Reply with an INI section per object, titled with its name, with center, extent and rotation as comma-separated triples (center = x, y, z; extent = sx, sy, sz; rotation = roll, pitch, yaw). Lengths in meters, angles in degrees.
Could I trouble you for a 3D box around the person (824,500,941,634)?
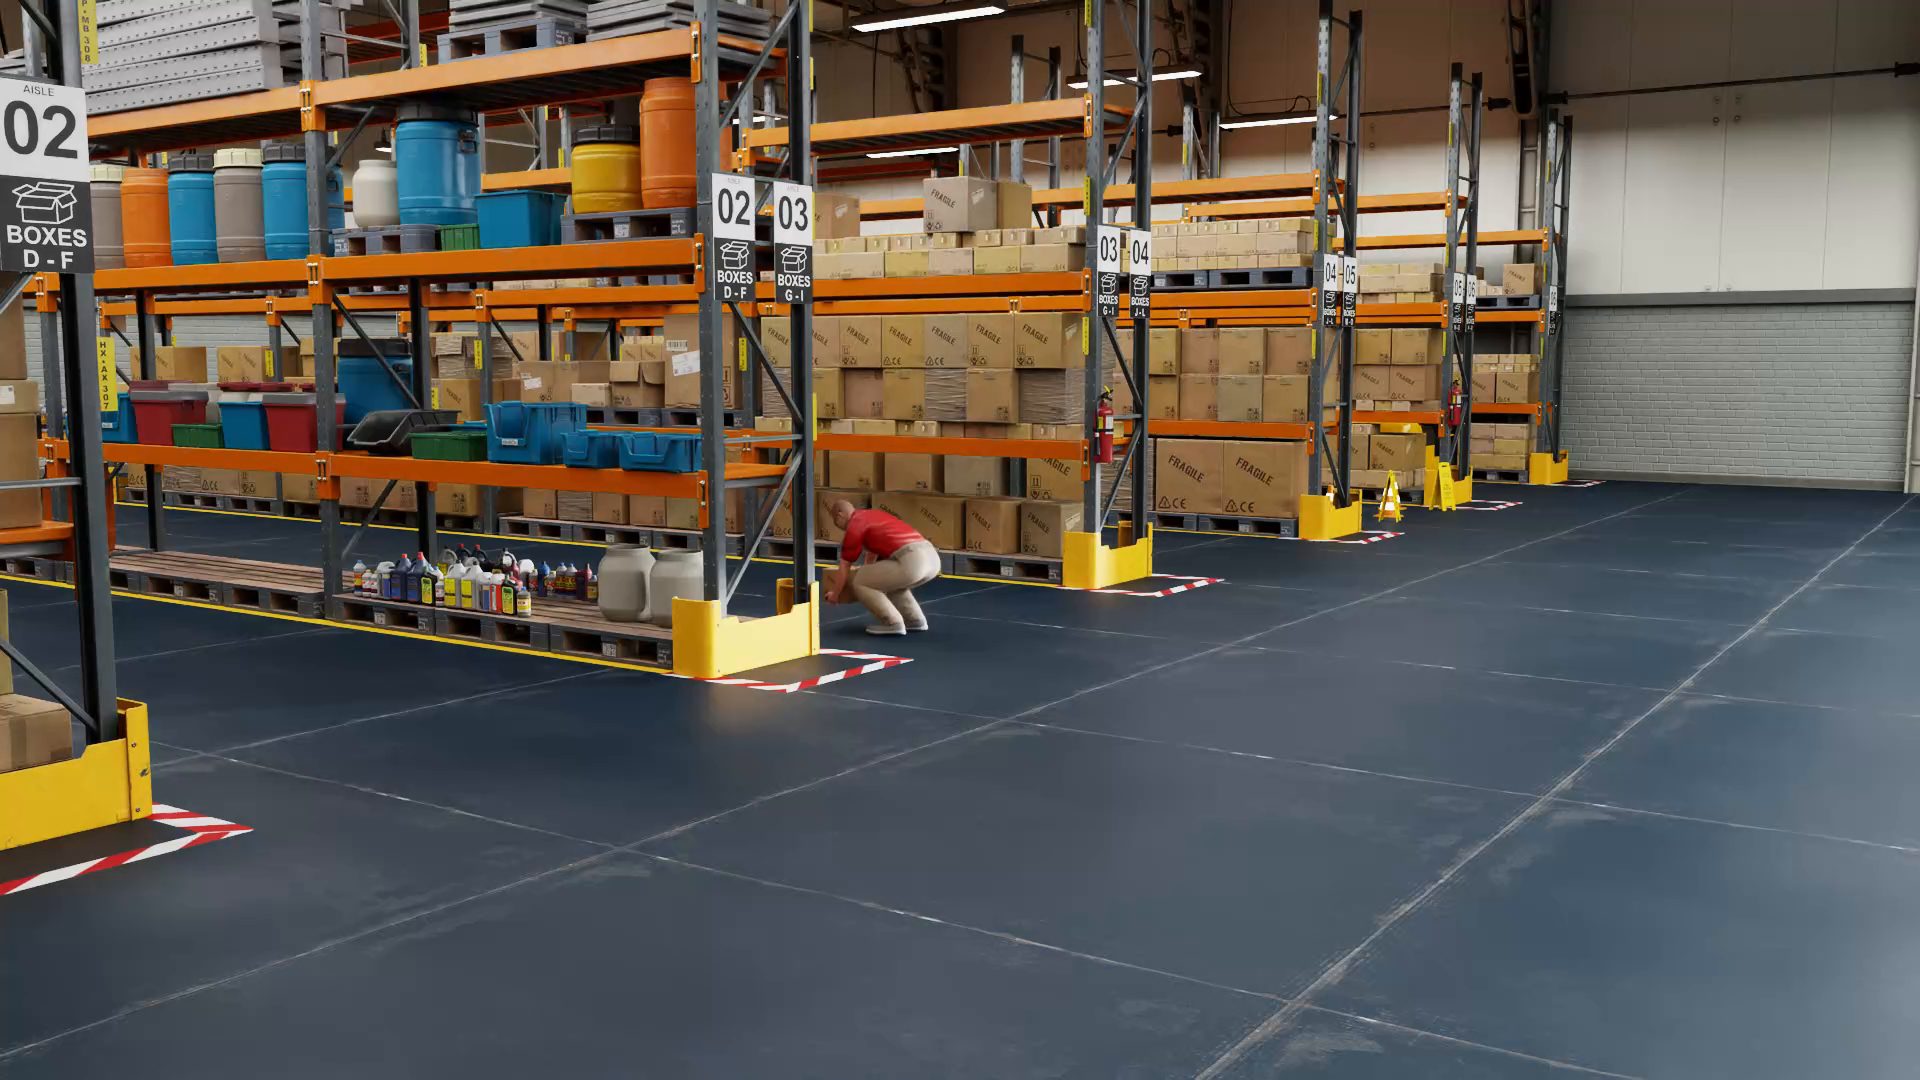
[person]
center = -0.590, 0.201, 12.495
extent = 0.895, 0.984, 0.529
rotation = 4, 7, 32
